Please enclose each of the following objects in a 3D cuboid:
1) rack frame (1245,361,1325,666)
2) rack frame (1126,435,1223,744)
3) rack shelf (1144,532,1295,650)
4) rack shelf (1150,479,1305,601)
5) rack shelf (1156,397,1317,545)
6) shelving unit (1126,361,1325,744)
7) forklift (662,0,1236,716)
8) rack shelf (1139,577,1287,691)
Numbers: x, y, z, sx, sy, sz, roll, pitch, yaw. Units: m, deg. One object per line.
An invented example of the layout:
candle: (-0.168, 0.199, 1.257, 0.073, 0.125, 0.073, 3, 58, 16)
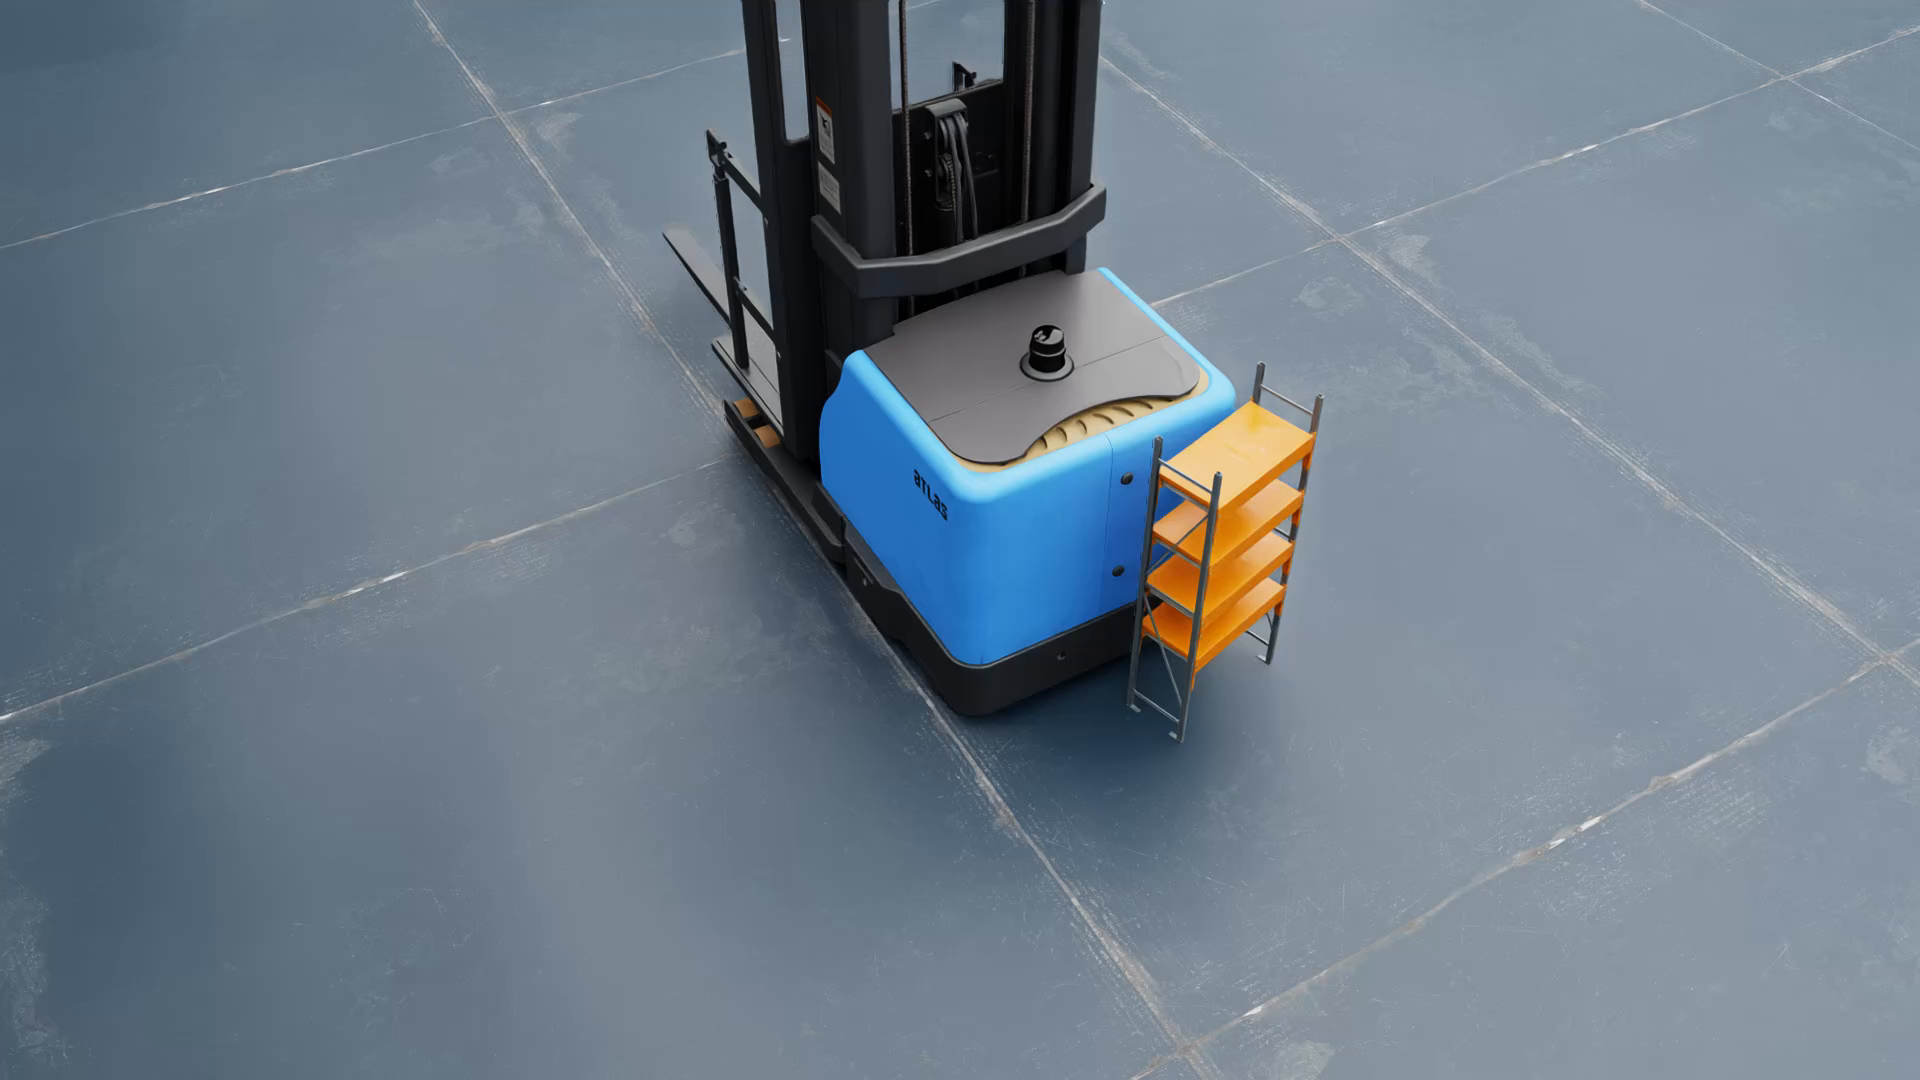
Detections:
rack frame: (1.000, -0.054, 5.445, 0.240, 1.200, 0.015, 35, 54, 30)
rack frame: (0.657, 0.187, 5.195, 0.240, 1.200, 0.015, 35, 54, 30)
rack shelf: (0.828, 0.115, 5.367, 0.258, 0.148, 0.480, 35, 54, 30)
rack shelf: (0.828, -0.046, 5.211, 0.258, 0.148, 0.480, 35, 54, 30)
rack shelf: (0.828, -0.216, 5.046, 0.258, 0.148, 0.480, 35, 54, 30)
shelving unit: (0.828, 0.066, 5.320, 0.258, 1.200, 0.503, 35, 54, 30)
forklift: (-0.280, -1.483, 5.674, 1.130, 2.935, 3.031, -22, 48, -21)
rack shelf: (0.828, 0.257, 5.505, 0.258, 0.148, 0.480, 35, 54, 30)
